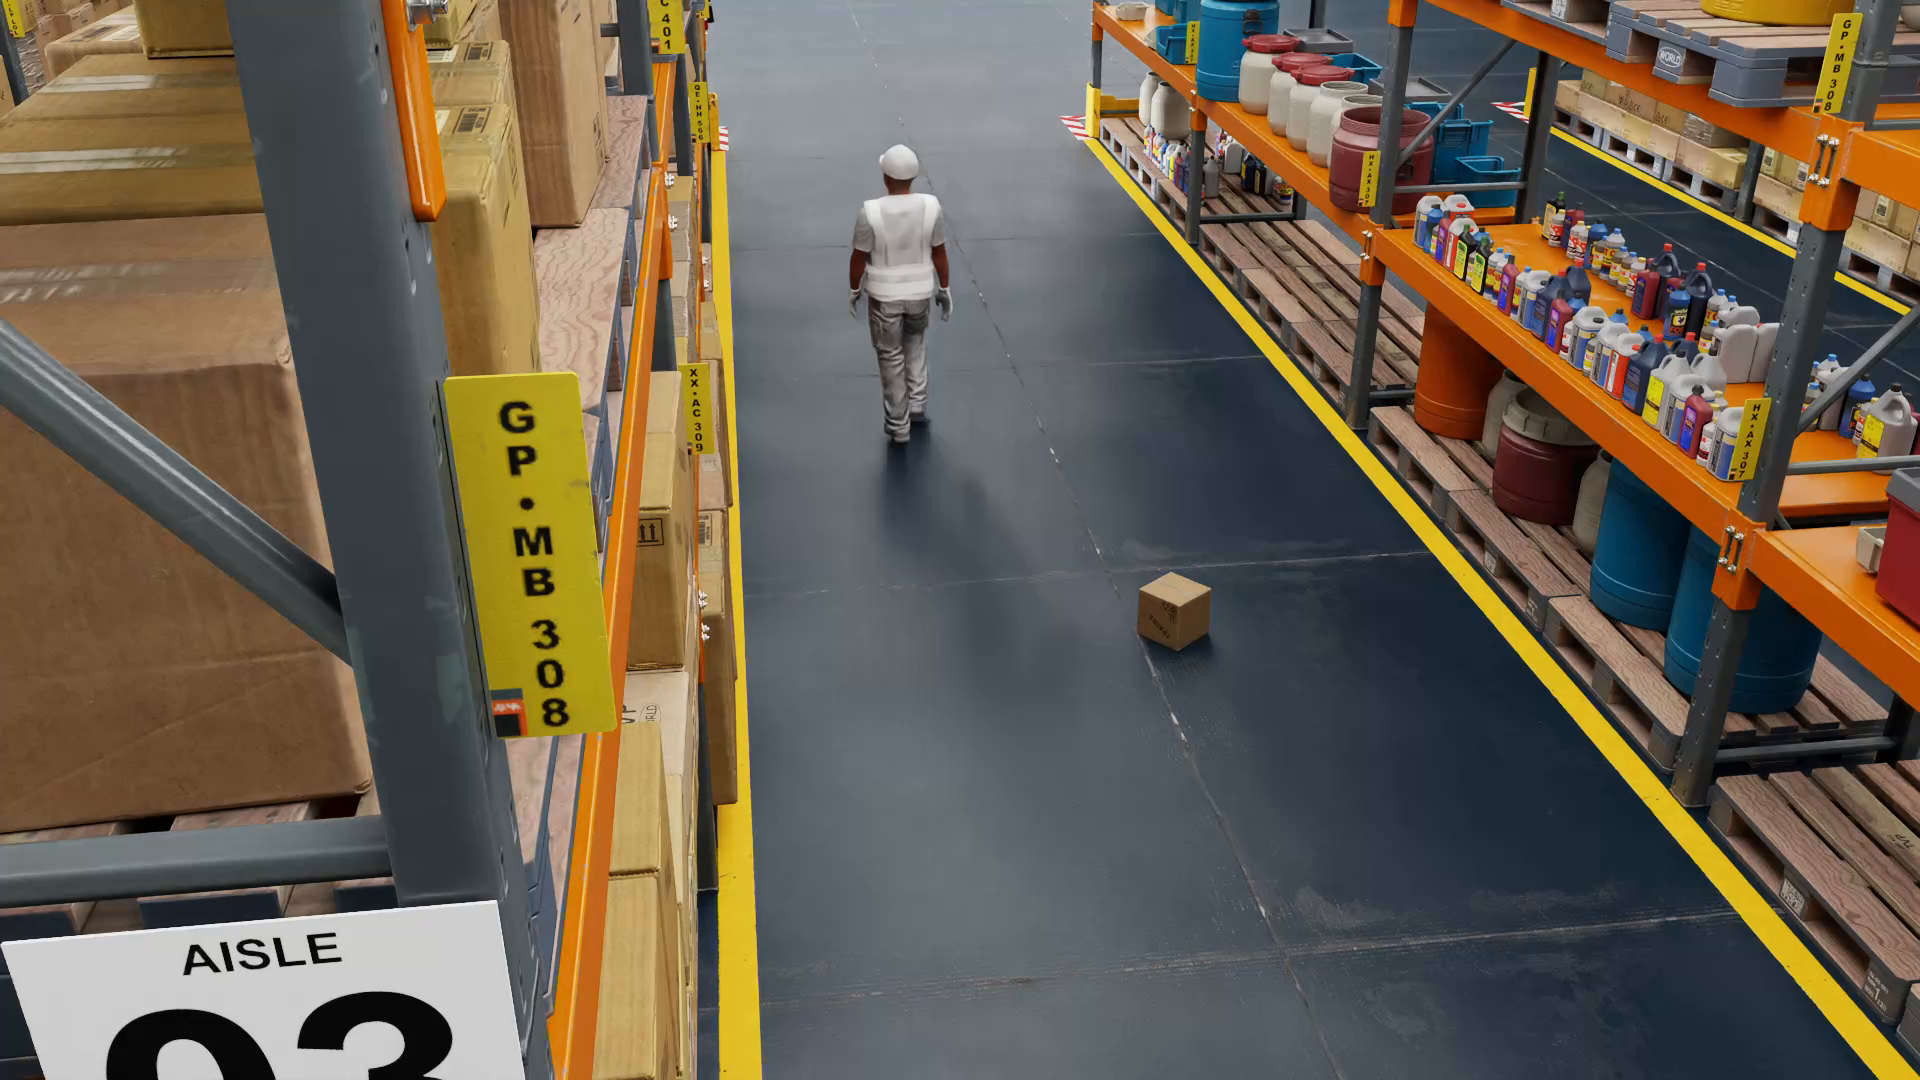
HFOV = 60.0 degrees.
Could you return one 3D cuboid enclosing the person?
[{"bbox_3d":[-0.372,-1.464,9.981,0.602,1.836,0.505,-9,28,-18],"label":"person"}]
